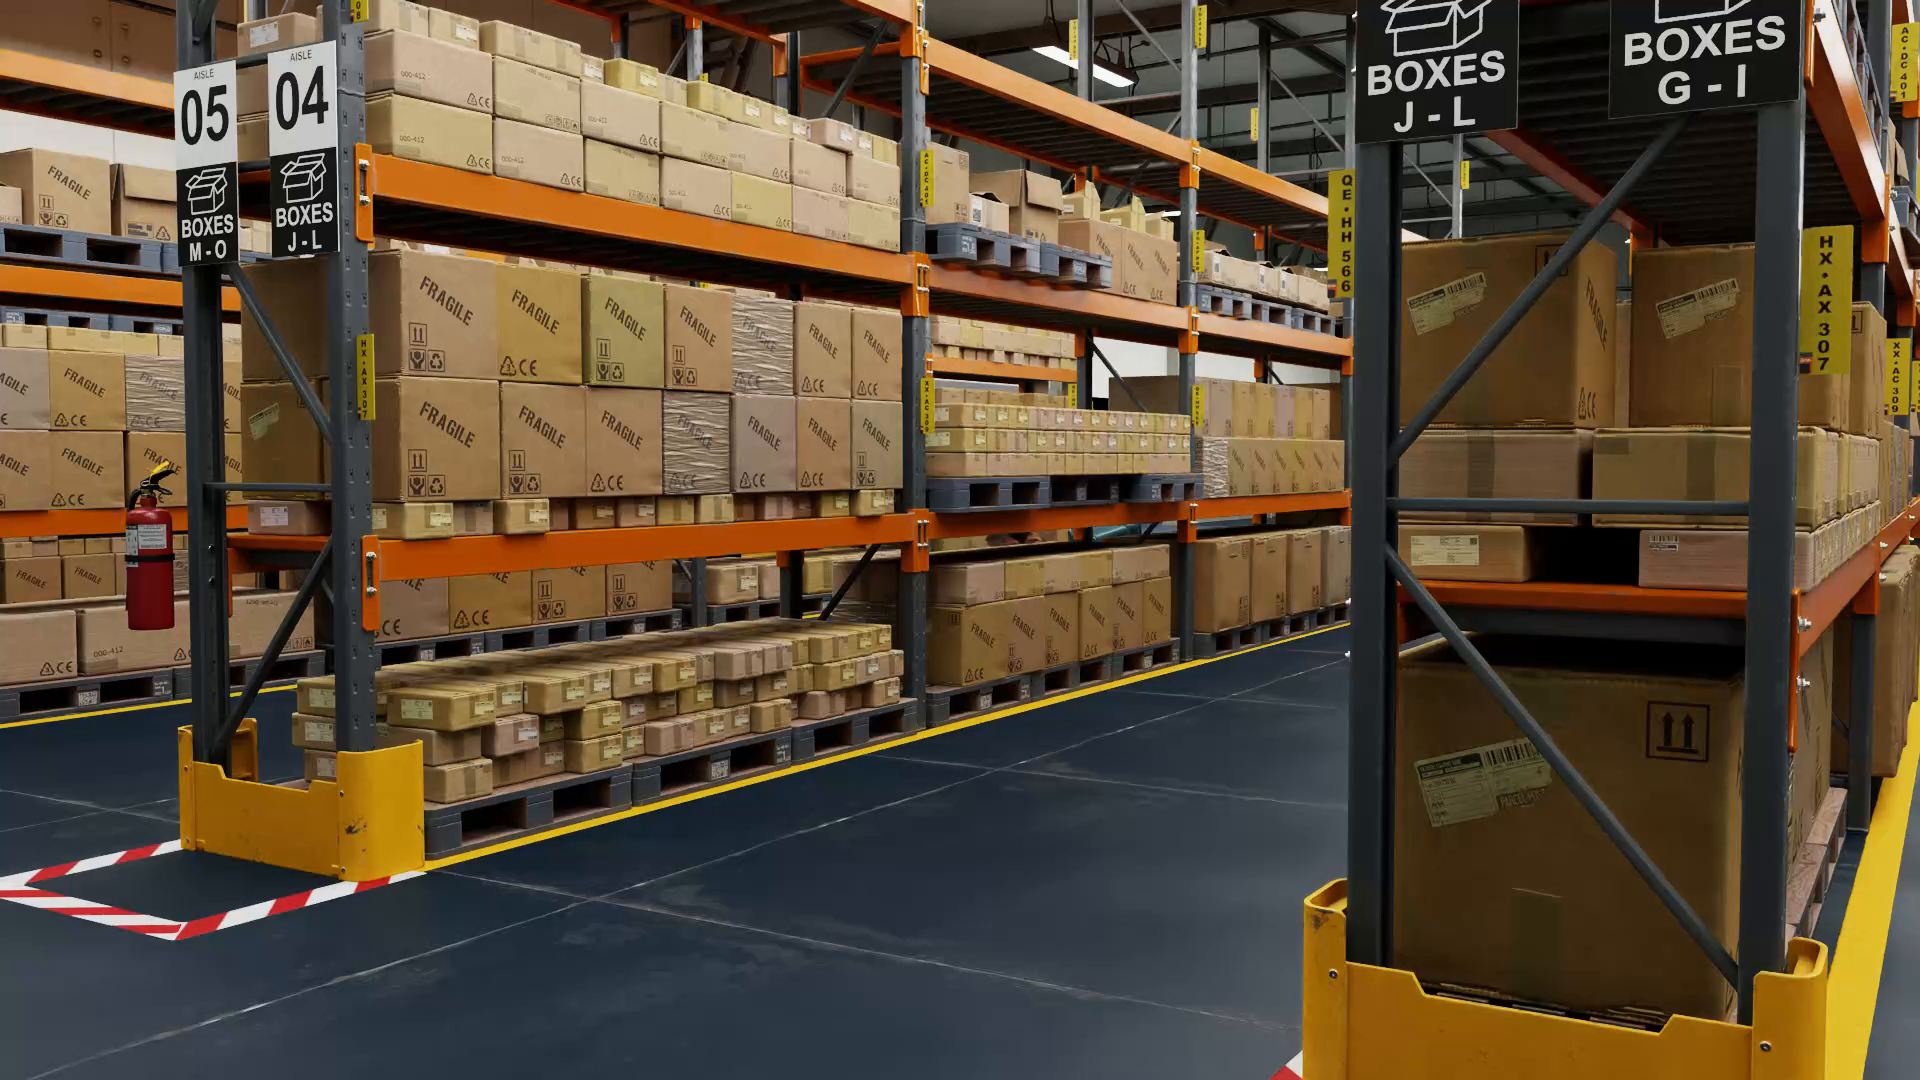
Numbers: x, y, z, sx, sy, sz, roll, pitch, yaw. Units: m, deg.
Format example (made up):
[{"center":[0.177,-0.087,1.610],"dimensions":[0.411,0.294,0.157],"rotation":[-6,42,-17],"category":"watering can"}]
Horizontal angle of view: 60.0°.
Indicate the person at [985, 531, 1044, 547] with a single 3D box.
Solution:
[{"center":[0.501,0.033,15.727],"dimensions":[0.453,1.656,0.563],"rotation":[2,3,32],"category":"person"}]
